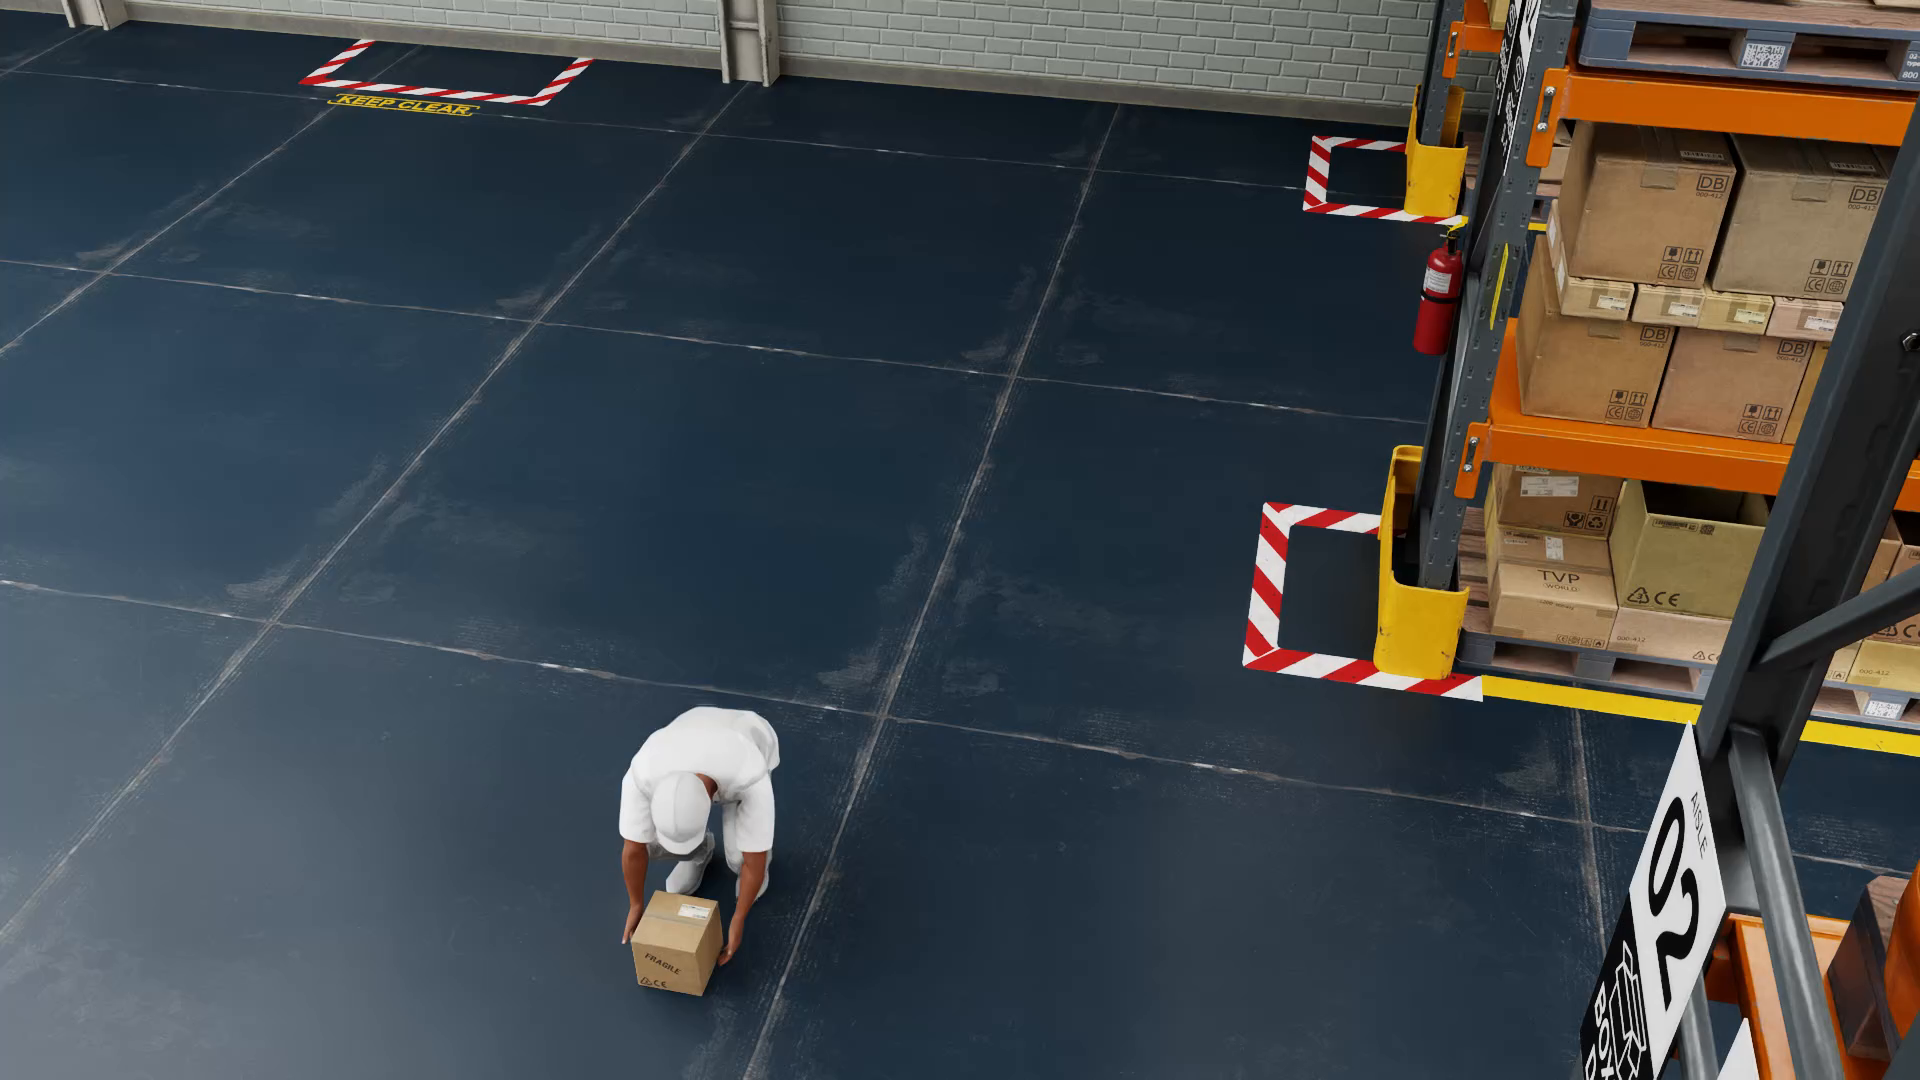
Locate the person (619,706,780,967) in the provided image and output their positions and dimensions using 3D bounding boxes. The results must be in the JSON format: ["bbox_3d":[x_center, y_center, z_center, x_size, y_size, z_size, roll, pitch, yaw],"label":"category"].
[{"bbox_3d":[-0.931,1.017,6.252,0.576,0.957,0.898,7,37,10],"label":"person"}]
